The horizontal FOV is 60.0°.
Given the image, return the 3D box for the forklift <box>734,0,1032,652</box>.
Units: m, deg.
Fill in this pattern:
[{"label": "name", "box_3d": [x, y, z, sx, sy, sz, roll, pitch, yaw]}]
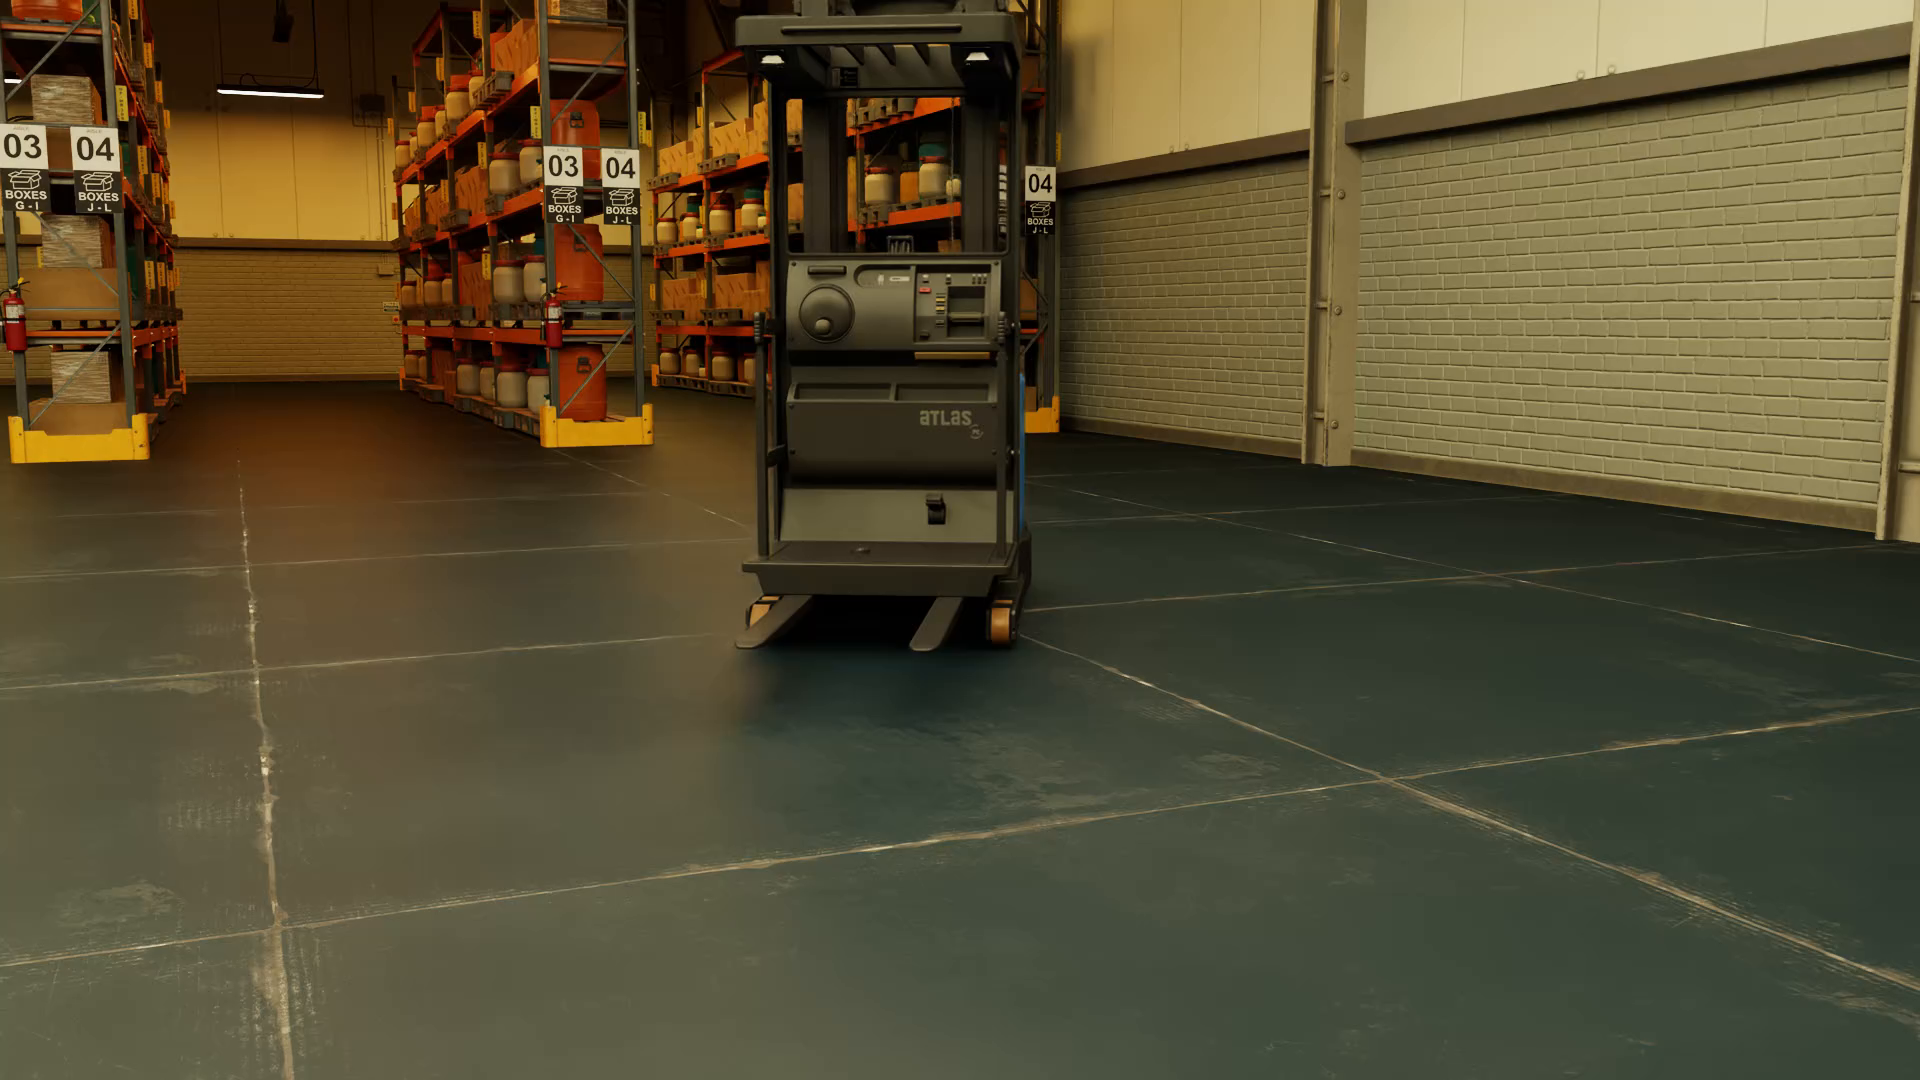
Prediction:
[{"label": "forklift", "box_3d": [-0.301, -1.060, 6.982, 1.130, 2.935, 3.031, 1, 8, 5]}]
